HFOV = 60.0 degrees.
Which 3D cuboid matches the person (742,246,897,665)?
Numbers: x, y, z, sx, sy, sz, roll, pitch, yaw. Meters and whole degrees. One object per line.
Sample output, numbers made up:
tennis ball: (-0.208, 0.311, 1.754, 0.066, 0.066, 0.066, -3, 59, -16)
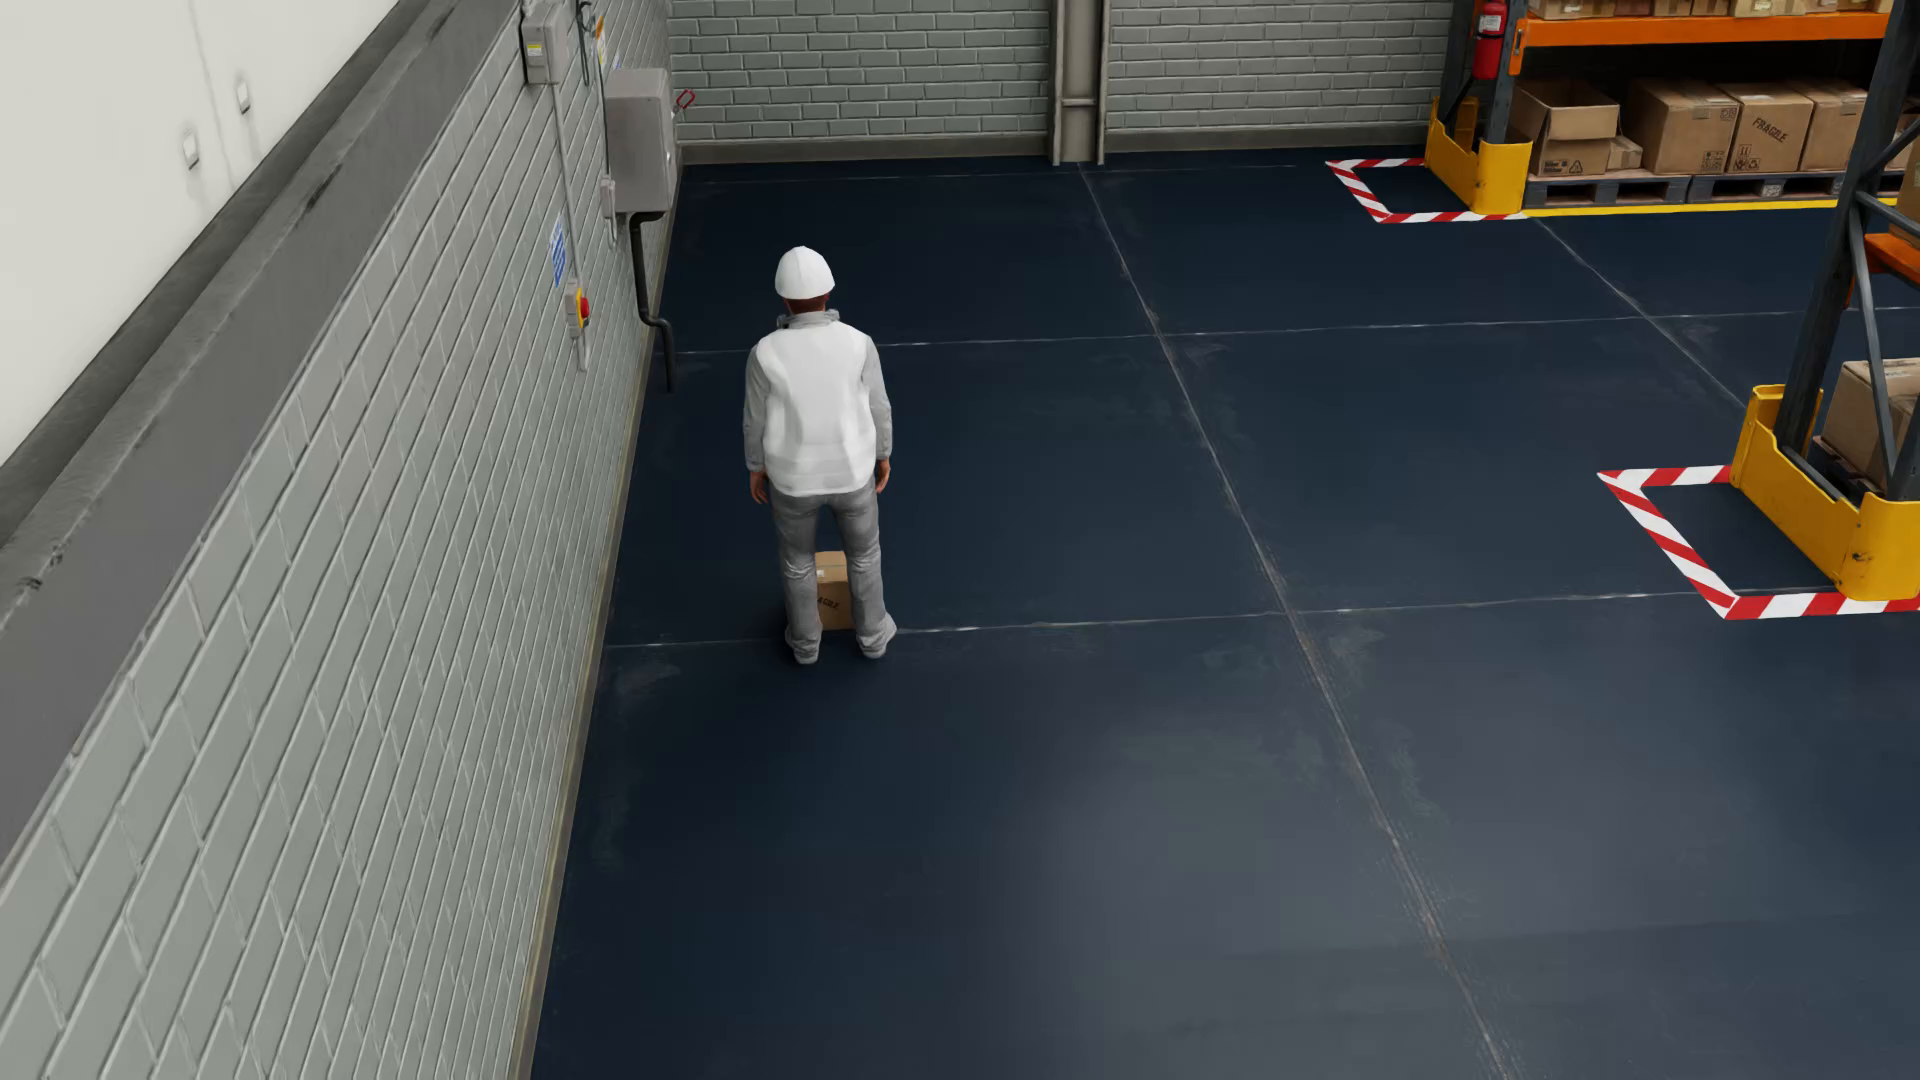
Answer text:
person: (-0.554, -0.298, 6.604, 0.594, 1.771, 0.464, -5, 31, -8)
